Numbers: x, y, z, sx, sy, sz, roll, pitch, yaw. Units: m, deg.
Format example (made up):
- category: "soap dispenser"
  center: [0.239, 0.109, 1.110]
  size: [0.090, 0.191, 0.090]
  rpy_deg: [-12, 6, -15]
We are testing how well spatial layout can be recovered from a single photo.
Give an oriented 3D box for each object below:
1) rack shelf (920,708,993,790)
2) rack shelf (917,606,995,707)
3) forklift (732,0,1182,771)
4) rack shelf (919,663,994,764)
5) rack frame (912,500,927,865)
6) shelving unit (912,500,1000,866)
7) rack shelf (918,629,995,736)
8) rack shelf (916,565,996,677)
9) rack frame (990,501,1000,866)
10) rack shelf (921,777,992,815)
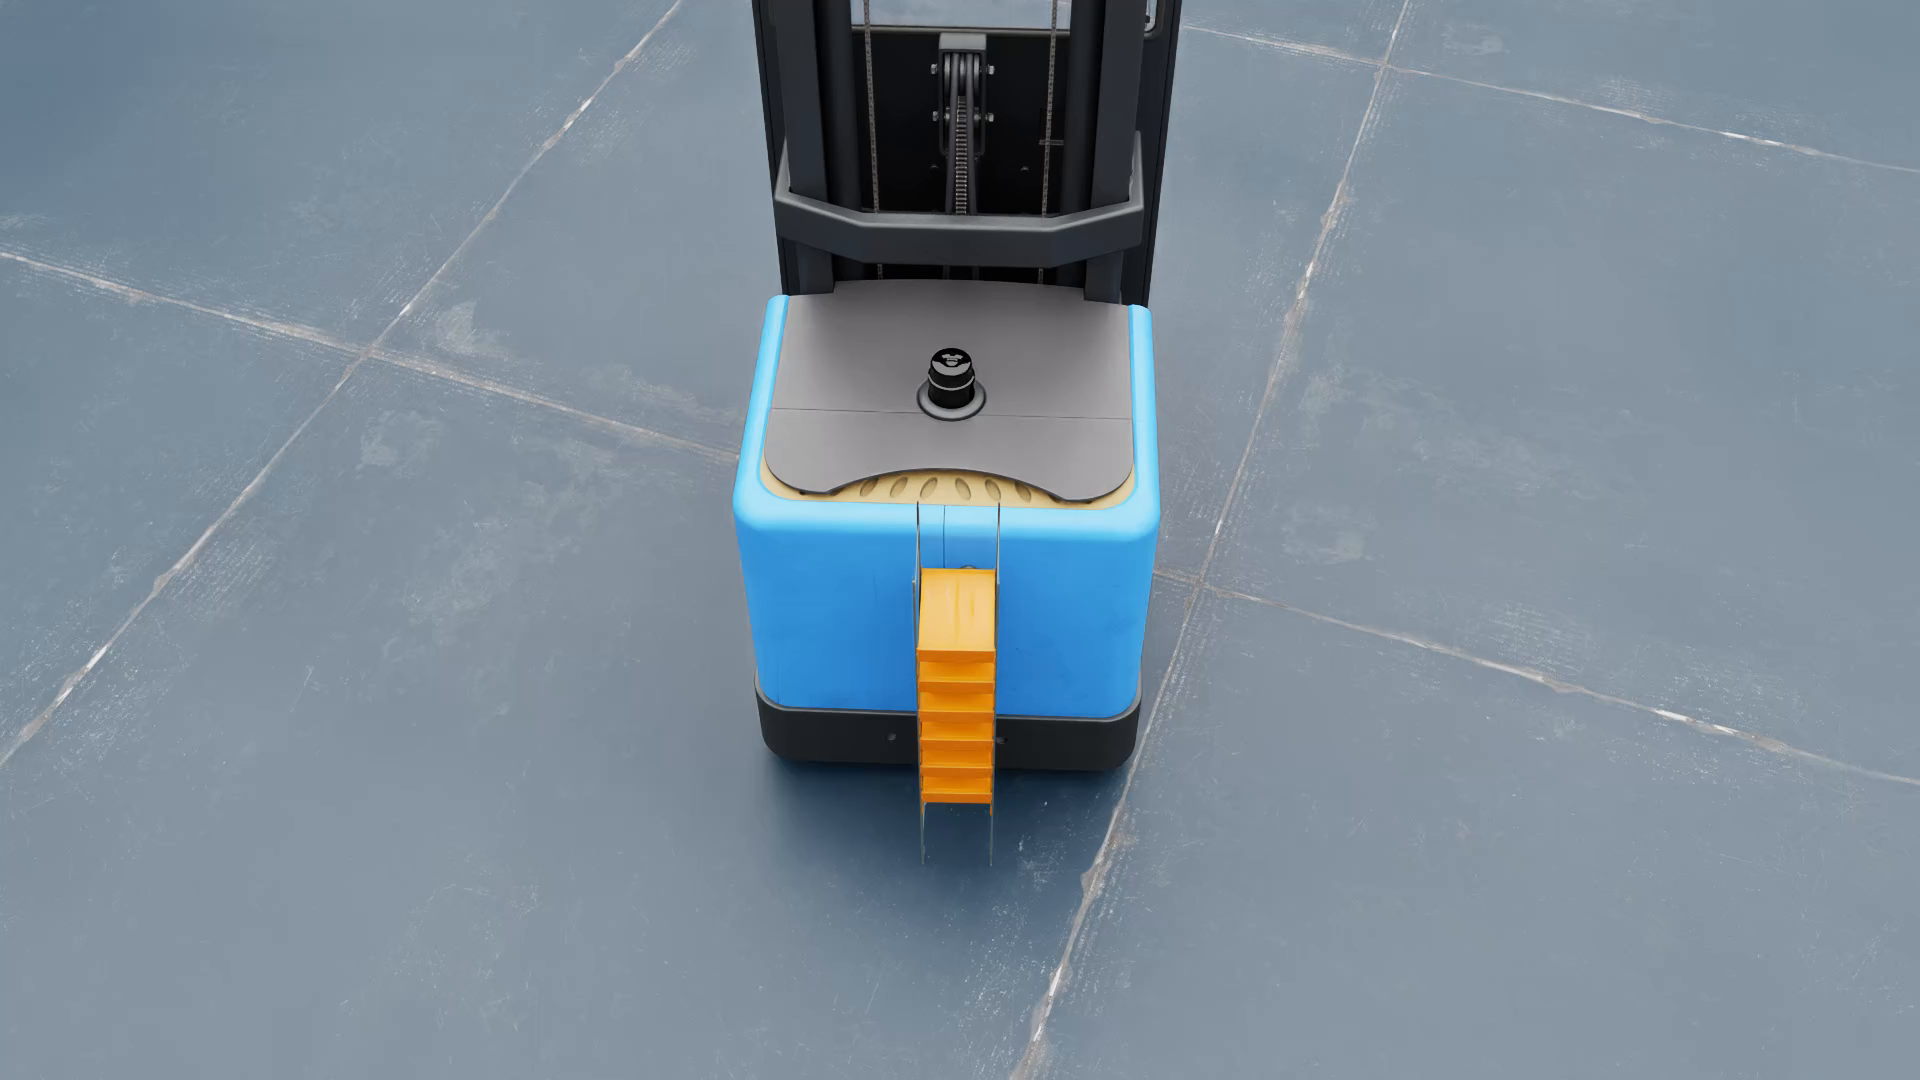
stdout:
- category: "rack shelf"
  center: [-0.006, 0.503, 4.238]
  size: [0.180, 0.103, 0.258]
  rpy_deg: [1, 49, 1]
- category: "rack shelf"
  center: [-0.006, 0.267, 3.966]
  size: [0.180, 0.103, 0.258]
  rpy_deg: [1, 49, 1]
- category: "forklift"
  center: [0.027, -1.430, 4.550]
  size: [1.130, 2.935, 3.031]
  rpy_deg: [2, 49, 2]
- category: "rack shelf"
  center: [-0.006, 0.424, 4.147]
  size: [0.180, 0.103, 0.258]
  rpy_deg: [1, 49, 1]
- category: "rack frame"
  center: [-0.098, 0.393, 4.115]
  size: [0.006, 1.200, 0.240]
  rpy_deg: [1, 49, 1]
- category: "shelving unit"
  center: [-0.006, 0.395, 4.114]
  size: [0.189, 1.200, 0.258]
  rpy_deg: [1, 49, 1]
- category: "rack shelf"
  center: [-0.006, 0.345, 4.057]
  size: [0.180, 0.103, 0.258]
  rpy_deg: [1, 49, 1]
- category: "rack shelf"
  center: [-0.006, 0.188, 3.875]
  size: [0.180, 0.103, 0.258]
  rpy_deg: [1, 49, 1]
- category: "rack frame"
  center: [0.085, 0.396, 4.112]
  size: [0.006, 1.200, 0.240]
  rpy_deg: [1, 49, 1]
- category: "rack shelf"
  center: [-0.006, 0.581, 4.329]
  size: [0.180, 0.103, 0.258]
  rpy_deg: [1, 49, 1]
